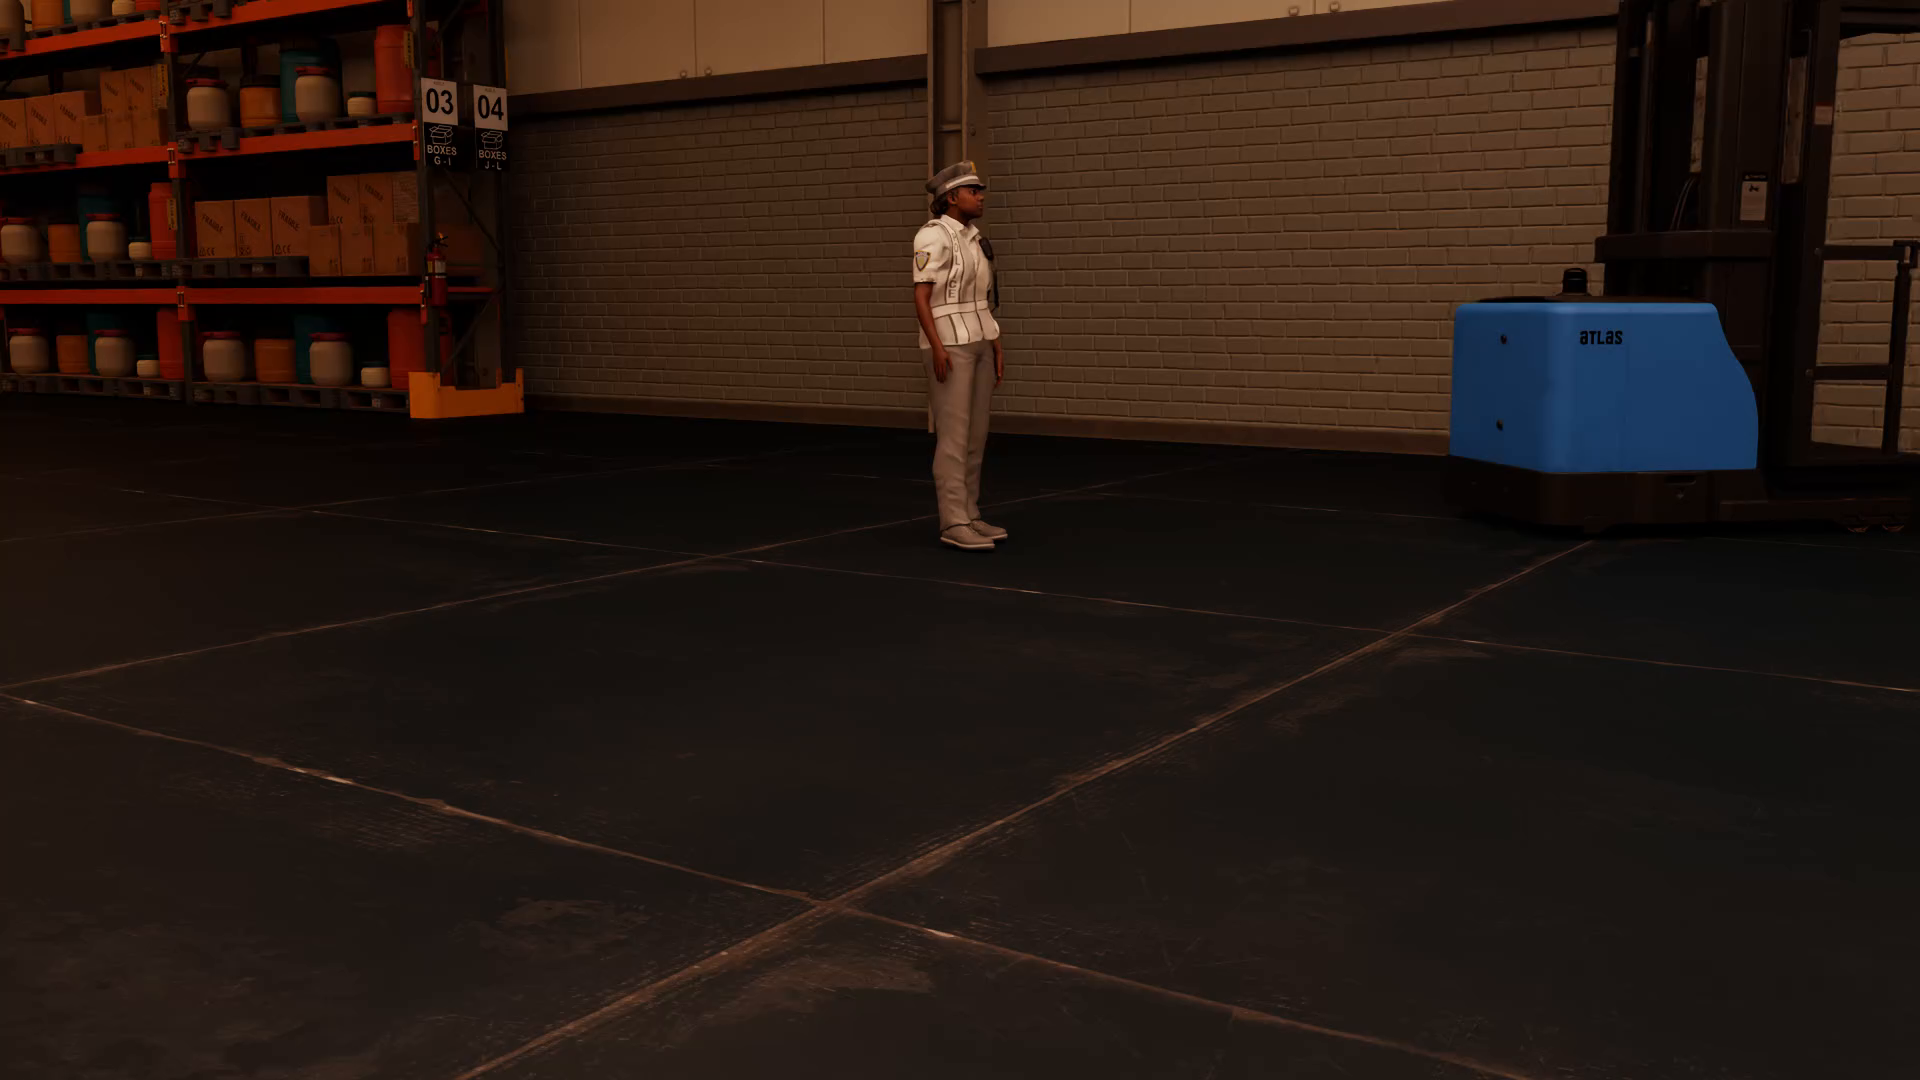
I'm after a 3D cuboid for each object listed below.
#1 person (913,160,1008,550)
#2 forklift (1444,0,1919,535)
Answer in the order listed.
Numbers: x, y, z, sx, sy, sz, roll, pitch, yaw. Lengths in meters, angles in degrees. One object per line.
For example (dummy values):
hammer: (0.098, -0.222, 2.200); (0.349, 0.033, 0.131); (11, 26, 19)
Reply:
person: (0.051, -0.838, 7.426); (0.530, 1.695, 0.570); (5, 10, 34)
forklift: (4.034, -1.555, 8.130); (3.031, 2.935, 1.130); (-2, 8, -11)
